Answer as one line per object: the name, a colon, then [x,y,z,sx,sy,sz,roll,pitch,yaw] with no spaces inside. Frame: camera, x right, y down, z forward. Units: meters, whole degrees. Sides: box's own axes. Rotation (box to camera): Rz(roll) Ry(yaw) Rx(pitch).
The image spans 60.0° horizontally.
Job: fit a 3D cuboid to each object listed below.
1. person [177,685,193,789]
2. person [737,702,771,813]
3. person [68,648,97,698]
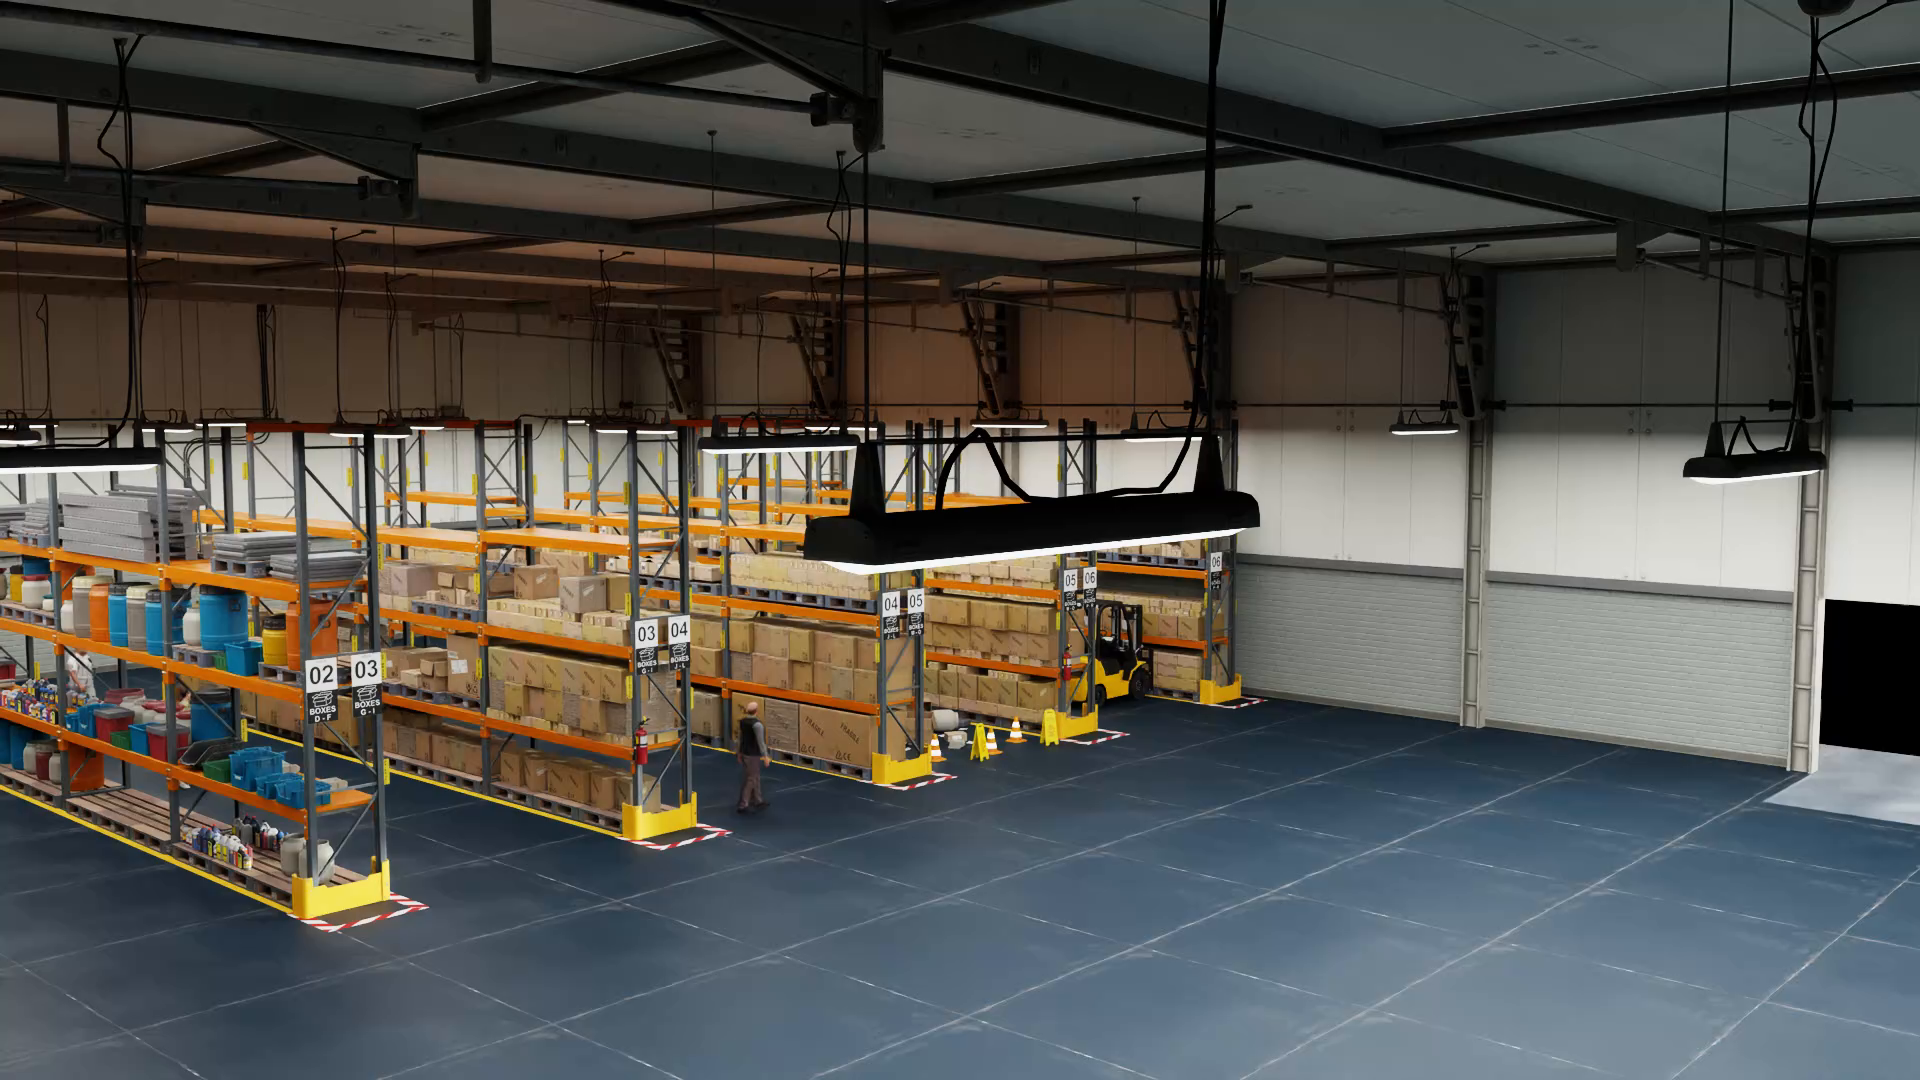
person: [-12.760,3.253,27.553,0.442,1.676,0.608,-1,5,-11]
person: [-3.175,3.366,25.870,0.631,1.712,0.567,-2,5,-25]
person: [-17.162,2.816,32.464,0.996,1.727,0.511,3,6,36]
